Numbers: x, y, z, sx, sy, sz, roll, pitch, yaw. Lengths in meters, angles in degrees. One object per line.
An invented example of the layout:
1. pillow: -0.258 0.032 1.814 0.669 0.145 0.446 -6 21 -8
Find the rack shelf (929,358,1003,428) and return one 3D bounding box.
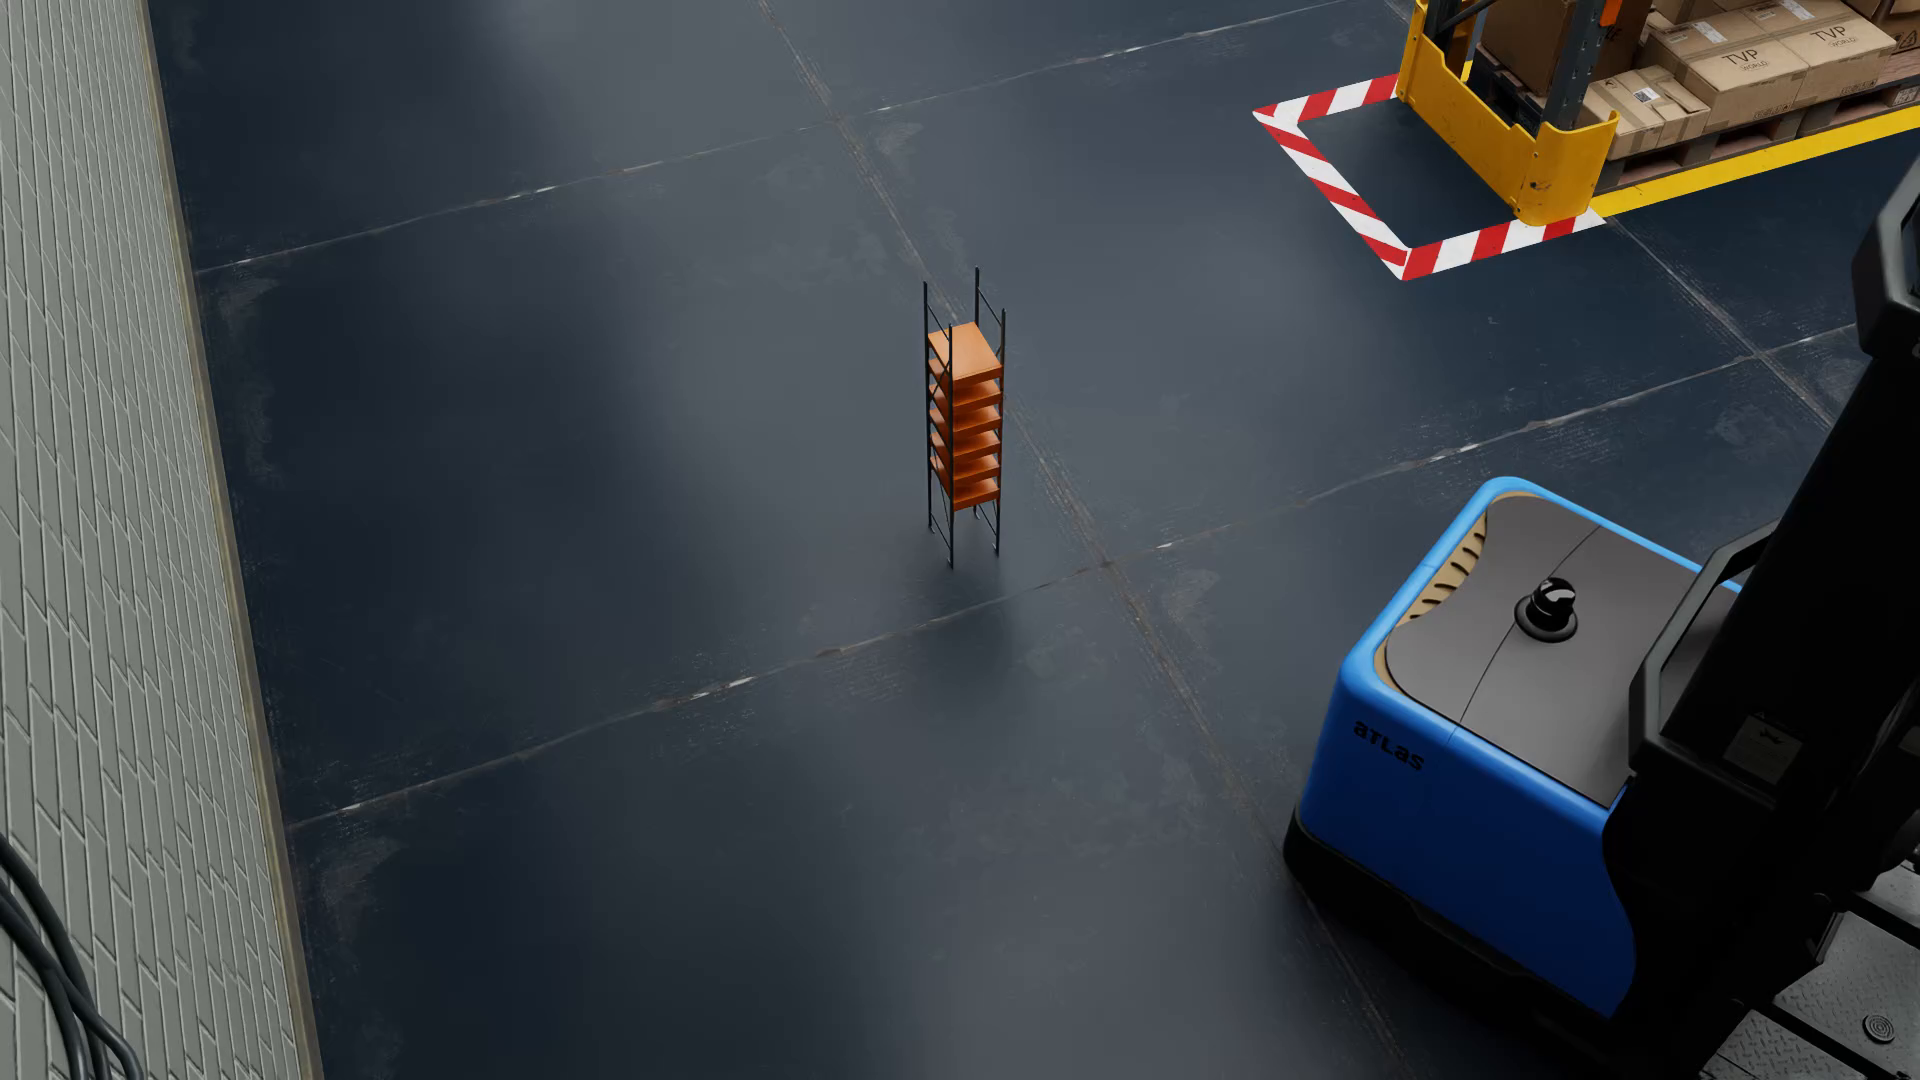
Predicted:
1. rack shelf: 0.013 -0.522 5.650 0.180 0.103 0.258 -17 52 -14

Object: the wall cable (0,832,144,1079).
1. wall cable: -1.078 1.102 1.419 0.112 2.526 3.097 -17 52 -14

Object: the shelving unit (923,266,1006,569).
1. shelving unit: 0.013 -0.395 5.798 0.189 1.200 0.258 -17 52 -14

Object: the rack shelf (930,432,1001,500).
1. rack shelf: 0.013 -0.288 5.923 0.180 0.103 0.258 -17 52 -14

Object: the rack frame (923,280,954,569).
1. rack frame: -0.071 -0.369 5.776 0.006 1.200 0.240 -17 52 -14

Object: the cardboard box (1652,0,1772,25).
1. cardboard box: 3.717 -2.633 8.056 0.500 0.250 0.500 -17 52 -14

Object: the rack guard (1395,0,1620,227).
1. rack guard: 2.487 -2.012 7.649 0.348 0.500 1.175 -17 52 -14

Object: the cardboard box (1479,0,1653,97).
1. cardboard box: 2.827 -2.463 7.745 0.500 0.500 0.500 -17 52 -14

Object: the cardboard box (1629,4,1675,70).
1. cardboard box: 3.236 -2.407 7.917 0.250 0.166 0.380 -17 52 -14

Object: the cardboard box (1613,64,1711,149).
1. cardboard box: 3.165 -1.976 7.547 0.250 0.166 0.380 -17 52 -14

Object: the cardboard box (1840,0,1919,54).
1. cardboard box: 4.382 -2.740 7.981 0.637 0.503 0.797 -17 52 -14

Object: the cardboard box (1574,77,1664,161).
1. cardboard box: 2.934 -1.898 7.492 0.250 0.149 0.380 -17 52 -14

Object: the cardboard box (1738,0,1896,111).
1. cardboard box: 3.953 -2.296 7.767 0.500 0.250 0.500 -17 52 -14

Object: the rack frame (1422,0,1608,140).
1. rack frame: 2.416 -2.805 6.681 0.127 3.000 1.000 -17 52 -14

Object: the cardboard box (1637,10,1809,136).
1. cardboard box: 3.490 -2.152 7.644 0.500 0.250 0.500 -17 52 -14

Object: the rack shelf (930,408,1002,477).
1. rack shelf: 0.013 -0.366 5.832 0.180 0.103 0.258 -17 52 -14

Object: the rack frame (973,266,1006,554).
1. rack frame: 0.098 -0.421 5.821 0.006 1.200 0.240 -17 52 -14

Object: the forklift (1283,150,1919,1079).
1. forklift: 2.499 0.506 3.883 3.031 2.935 1.130 31 56 24

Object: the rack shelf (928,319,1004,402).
1. rack shelf: 0.013 -0.601 5.559 0.180 0.103 0.258 -17 52 -14

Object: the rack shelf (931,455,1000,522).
1. rack shelf: 0.013 -0.210 6.014 0.180 0.103 0.258 -17 52 -14

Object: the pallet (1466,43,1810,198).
1. pallet: 3.224 -2.147 7.955 1.213 0.211 1.003 -17 52 -14

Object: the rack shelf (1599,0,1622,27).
1. rack shelf: 4.268 -3.144 7.447 4.000 0.370 1.077 -17 52 -14

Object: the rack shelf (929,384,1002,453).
1. rack shelf: 0.013 -0.444 5.741 0.180 0.103 0.258 -17 52 -14

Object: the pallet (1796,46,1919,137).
1. pallet: 4.352 -2.494 8.253 1.213 0.211 1.003 -17 52 -14
